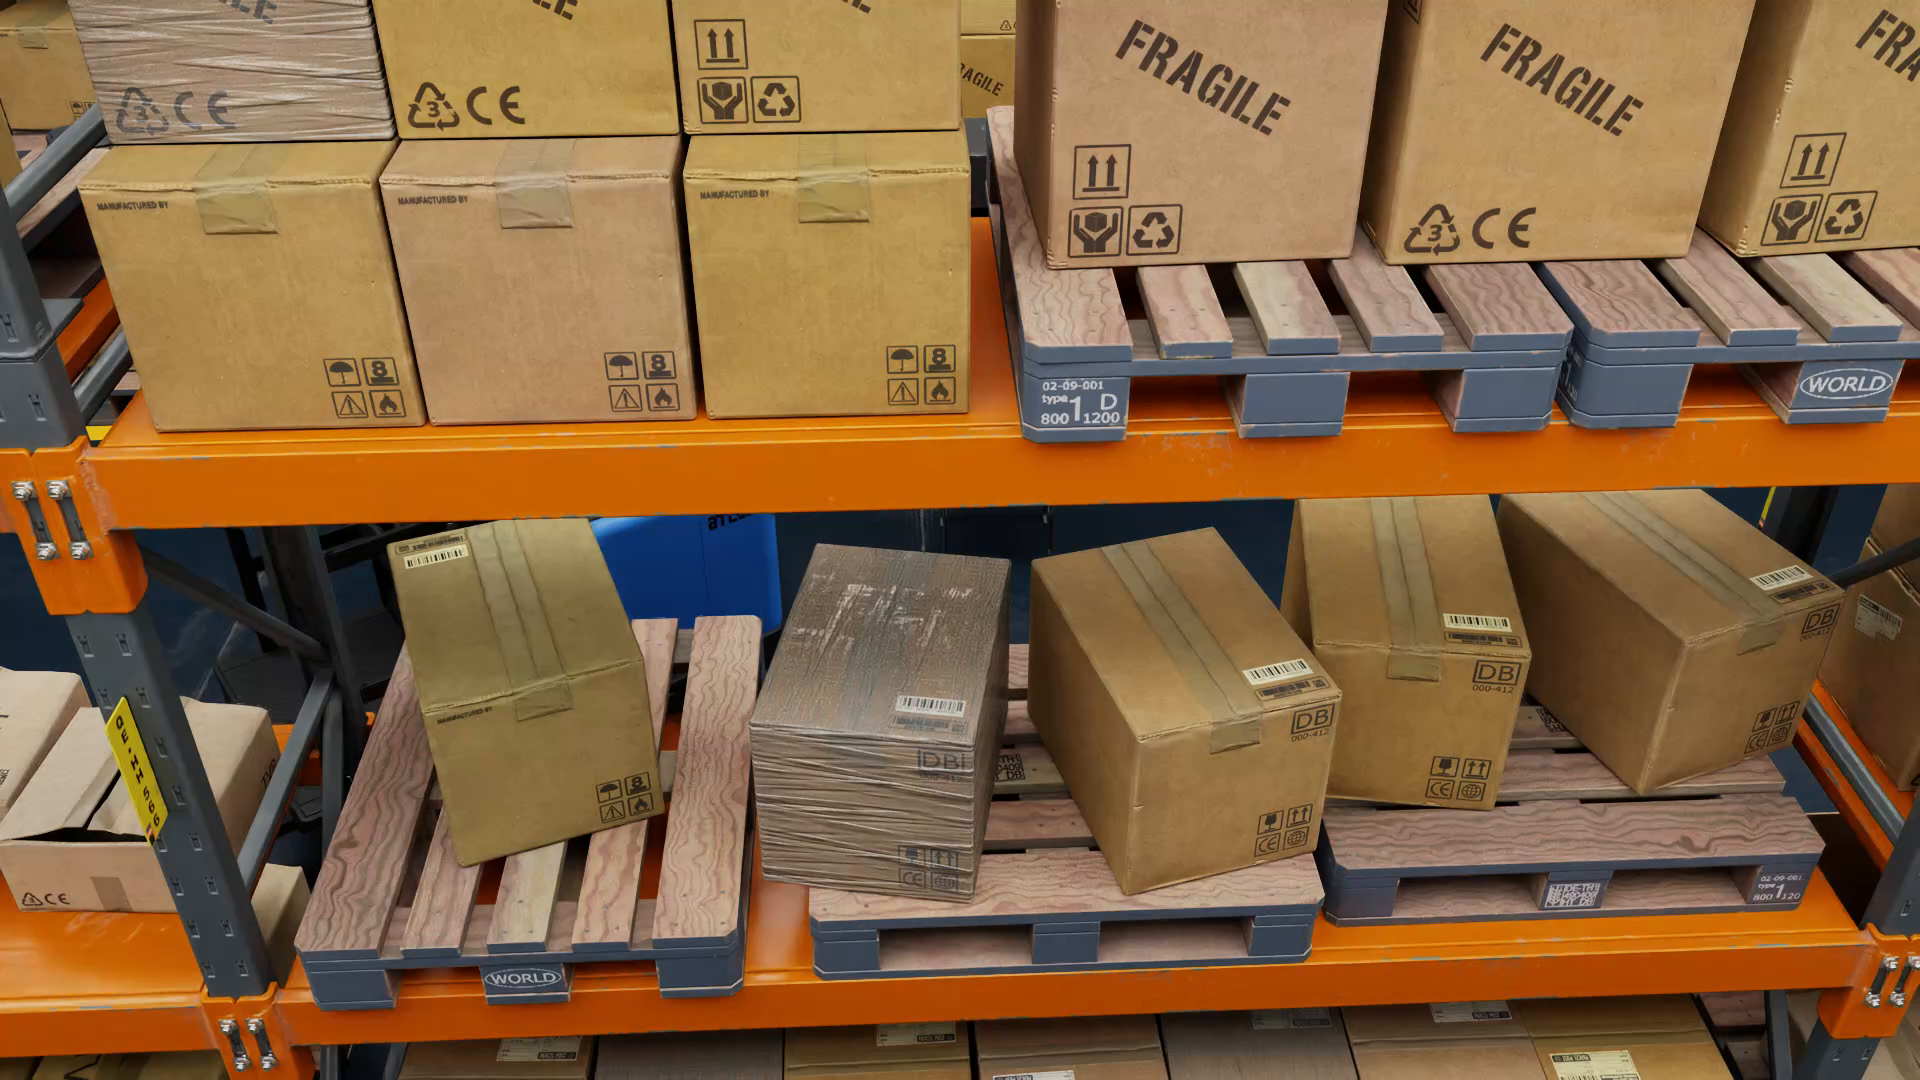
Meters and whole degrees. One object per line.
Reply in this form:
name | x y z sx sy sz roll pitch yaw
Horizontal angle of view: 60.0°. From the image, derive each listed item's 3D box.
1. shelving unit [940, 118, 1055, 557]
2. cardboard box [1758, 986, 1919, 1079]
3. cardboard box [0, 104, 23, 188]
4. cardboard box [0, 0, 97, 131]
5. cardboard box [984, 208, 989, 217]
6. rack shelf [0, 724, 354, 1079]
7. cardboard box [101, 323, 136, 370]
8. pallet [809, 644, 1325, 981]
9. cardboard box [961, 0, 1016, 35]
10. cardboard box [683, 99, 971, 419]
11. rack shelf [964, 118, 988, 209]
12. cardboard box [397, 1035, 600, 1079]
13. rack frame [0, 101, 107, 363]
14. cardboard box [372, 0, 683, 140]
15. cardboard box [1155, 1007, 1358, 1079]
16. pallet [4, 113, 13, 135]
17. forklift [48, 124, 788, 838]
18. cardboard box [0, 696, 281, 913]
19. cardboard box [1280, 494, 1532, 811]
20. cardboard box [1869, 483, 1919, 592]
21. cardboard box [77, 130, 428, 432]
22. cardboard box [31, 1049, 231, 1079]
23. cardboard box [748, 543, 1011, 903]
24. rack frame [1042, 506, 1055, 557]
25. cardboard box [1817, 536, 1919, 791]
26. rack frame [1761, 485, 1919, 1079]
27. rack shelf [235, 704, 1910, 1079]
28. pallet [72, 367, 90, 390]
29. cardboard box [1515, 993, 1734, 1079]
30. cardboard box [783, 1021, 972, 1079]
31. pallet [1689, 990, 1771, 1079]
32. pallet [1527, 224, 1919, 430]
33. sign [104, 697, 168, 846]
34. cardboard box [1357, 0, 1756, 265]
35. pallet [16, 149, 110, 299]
shelving unit | 0.165 -0.868 7.159 0.503 2.100 0.431 -2 35 -2
cardboard box | 2.710 1.567 4.827 0.500 0.311 0.500 -2 35 -2
cardboard box | -2.165 -0.662 3.198 0.500 0.250 0.500 -4 35 -6
cardboard box | -4.224 -2.333 8.011 0.500 0.500 0.700 3 35 4
cardboard box | 0.512 -1.457 8.740 0.750 0.750 0.750 -1 35 -1
rack shelf | -3.713 0.988 4.319 4.000 0.370 1.077 -2 35 -2
cardboard box | -4.189 -1.286 8.782 0.500 0.500 0.700 -1 35 -2
pallet | 0.228 0.662 4.326 1.213 0.211 1.003 -2 35 -2
cardboard box | 0.058 -2.571 7.804 0.500 0.250 0.500 -2 35 -3
cardboard box | -0.252 -0.695 3.395 0.500 0.500 0.910 -2 35 -2
rack shelf | 0.165 -1.432 6.768 0.480 0.518 0.431 -2 35 -2
cardboard box | -1.247 1.635 4.561 0.500 0.500 0.500 0 35 0
rack frame | -1.715 -1.829 2.485 0.127 3.000 1.000 -2 35 -2
cardboard box | -0.769 -1.070 3.057 0.500 0.500 0.500 -2 35 -2
cardboard box | 0.806 1.575 4.648 0.500 0.500 0.500 -1 35 -2
pallet | -5.178 -1.929 8.070 1.213 0.211 1.003 -2 35 -2
forklift | -2.188 -0.349 5.678 3.031 2.935 1.130 -23 41 -29
cardboard box | -2.080 0.660 4.239 0.500 0.311 0.500 1 35 1
cardboard box | 1.113 0.257 4.286 0.500 0.500 0.700 4 35 5
cardboard box | 2.774 -0.083 4.267 0.500 0.500 0.500 -1 35 -2
cardboard box | -1.281 -0.667 3.355 0.500 0.500 0.910 -2 35 -2
cardboard box | -2.226 1.519 4.473 0.500 0.311 0.500 -1 35 -1
cardboard box | -0.168 0.427 4.040 0.500 0.500 0.700 5 35 7
rack frame | 0.409 -0.874 7.168 0.015 2.100 0.400 -2 35 -2
cardboard box | 2.768 0.330 4.550 0.500 0.500 0.500 -1 35 -1
rack frame | 2.281 0.530 4.348 0.127 3.000 1.000 -2 35 -2
rack shelf | 0.283 0.880 4.475 4.000 0.370 1.077 -2 35 -2
pallet | -5.171 -0.945 8.930 1.213 0.211 1.003 -2 35 -2
cardboard box | 1.801 1.553 4.680 0.500 0.500 0.500 -2 35 -2
cardboard box | -0.223 1.607 4.602 0.500 0.500 0.500 -2 35 -3
pallet | 2.967 1.659 5.168 1.213 0.211 1.003 -2 35 -2
pallet | 1.626 -0.648 3.580 1.003 0.211 1.213 -2 35 -2
sign | -1.685 0.477 3.407 0.005 0.325 0.100 -2 35 -2
cardboard box | 1.108 -0.955 3.314 0.600 0.600 0.600 -2 35 -3
pallet | -2.388 -0.449 3.293 1.003 0.211 1.213 0 35 0
